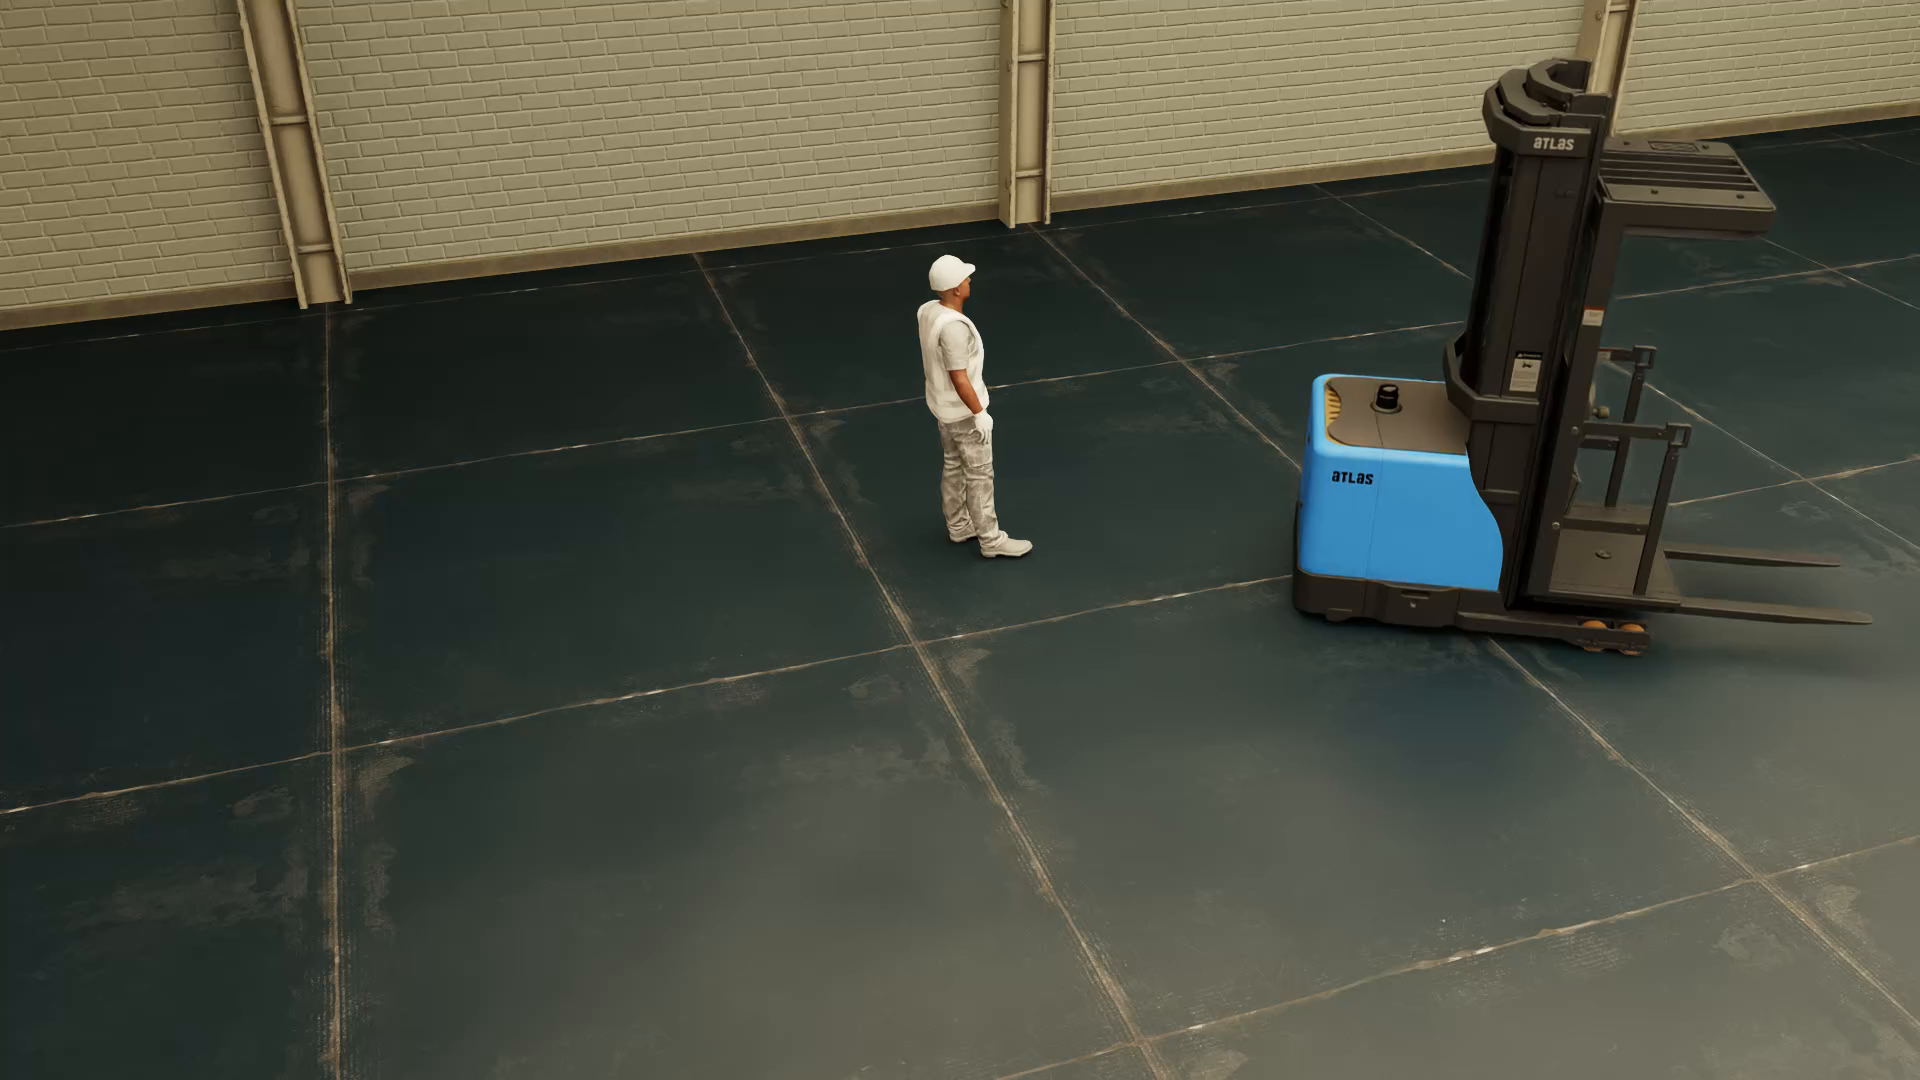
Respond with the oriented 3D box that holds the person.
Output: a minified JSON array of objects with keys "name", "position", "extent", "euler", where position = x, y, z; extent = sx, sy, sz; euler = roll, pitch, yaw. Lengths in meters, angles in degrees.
[{"name":"person","position":[0.072,-0.787,9.591],"extent":[0.574,1.785,0.657],"euler":[-10,31,-16]}]

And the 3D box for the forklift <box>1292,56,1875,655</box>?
[{"name":"forklift","position":[3.423,-0.938,8.717],"extent":[3.031,2.935,1.130],"euler":[5,30,9]}]
